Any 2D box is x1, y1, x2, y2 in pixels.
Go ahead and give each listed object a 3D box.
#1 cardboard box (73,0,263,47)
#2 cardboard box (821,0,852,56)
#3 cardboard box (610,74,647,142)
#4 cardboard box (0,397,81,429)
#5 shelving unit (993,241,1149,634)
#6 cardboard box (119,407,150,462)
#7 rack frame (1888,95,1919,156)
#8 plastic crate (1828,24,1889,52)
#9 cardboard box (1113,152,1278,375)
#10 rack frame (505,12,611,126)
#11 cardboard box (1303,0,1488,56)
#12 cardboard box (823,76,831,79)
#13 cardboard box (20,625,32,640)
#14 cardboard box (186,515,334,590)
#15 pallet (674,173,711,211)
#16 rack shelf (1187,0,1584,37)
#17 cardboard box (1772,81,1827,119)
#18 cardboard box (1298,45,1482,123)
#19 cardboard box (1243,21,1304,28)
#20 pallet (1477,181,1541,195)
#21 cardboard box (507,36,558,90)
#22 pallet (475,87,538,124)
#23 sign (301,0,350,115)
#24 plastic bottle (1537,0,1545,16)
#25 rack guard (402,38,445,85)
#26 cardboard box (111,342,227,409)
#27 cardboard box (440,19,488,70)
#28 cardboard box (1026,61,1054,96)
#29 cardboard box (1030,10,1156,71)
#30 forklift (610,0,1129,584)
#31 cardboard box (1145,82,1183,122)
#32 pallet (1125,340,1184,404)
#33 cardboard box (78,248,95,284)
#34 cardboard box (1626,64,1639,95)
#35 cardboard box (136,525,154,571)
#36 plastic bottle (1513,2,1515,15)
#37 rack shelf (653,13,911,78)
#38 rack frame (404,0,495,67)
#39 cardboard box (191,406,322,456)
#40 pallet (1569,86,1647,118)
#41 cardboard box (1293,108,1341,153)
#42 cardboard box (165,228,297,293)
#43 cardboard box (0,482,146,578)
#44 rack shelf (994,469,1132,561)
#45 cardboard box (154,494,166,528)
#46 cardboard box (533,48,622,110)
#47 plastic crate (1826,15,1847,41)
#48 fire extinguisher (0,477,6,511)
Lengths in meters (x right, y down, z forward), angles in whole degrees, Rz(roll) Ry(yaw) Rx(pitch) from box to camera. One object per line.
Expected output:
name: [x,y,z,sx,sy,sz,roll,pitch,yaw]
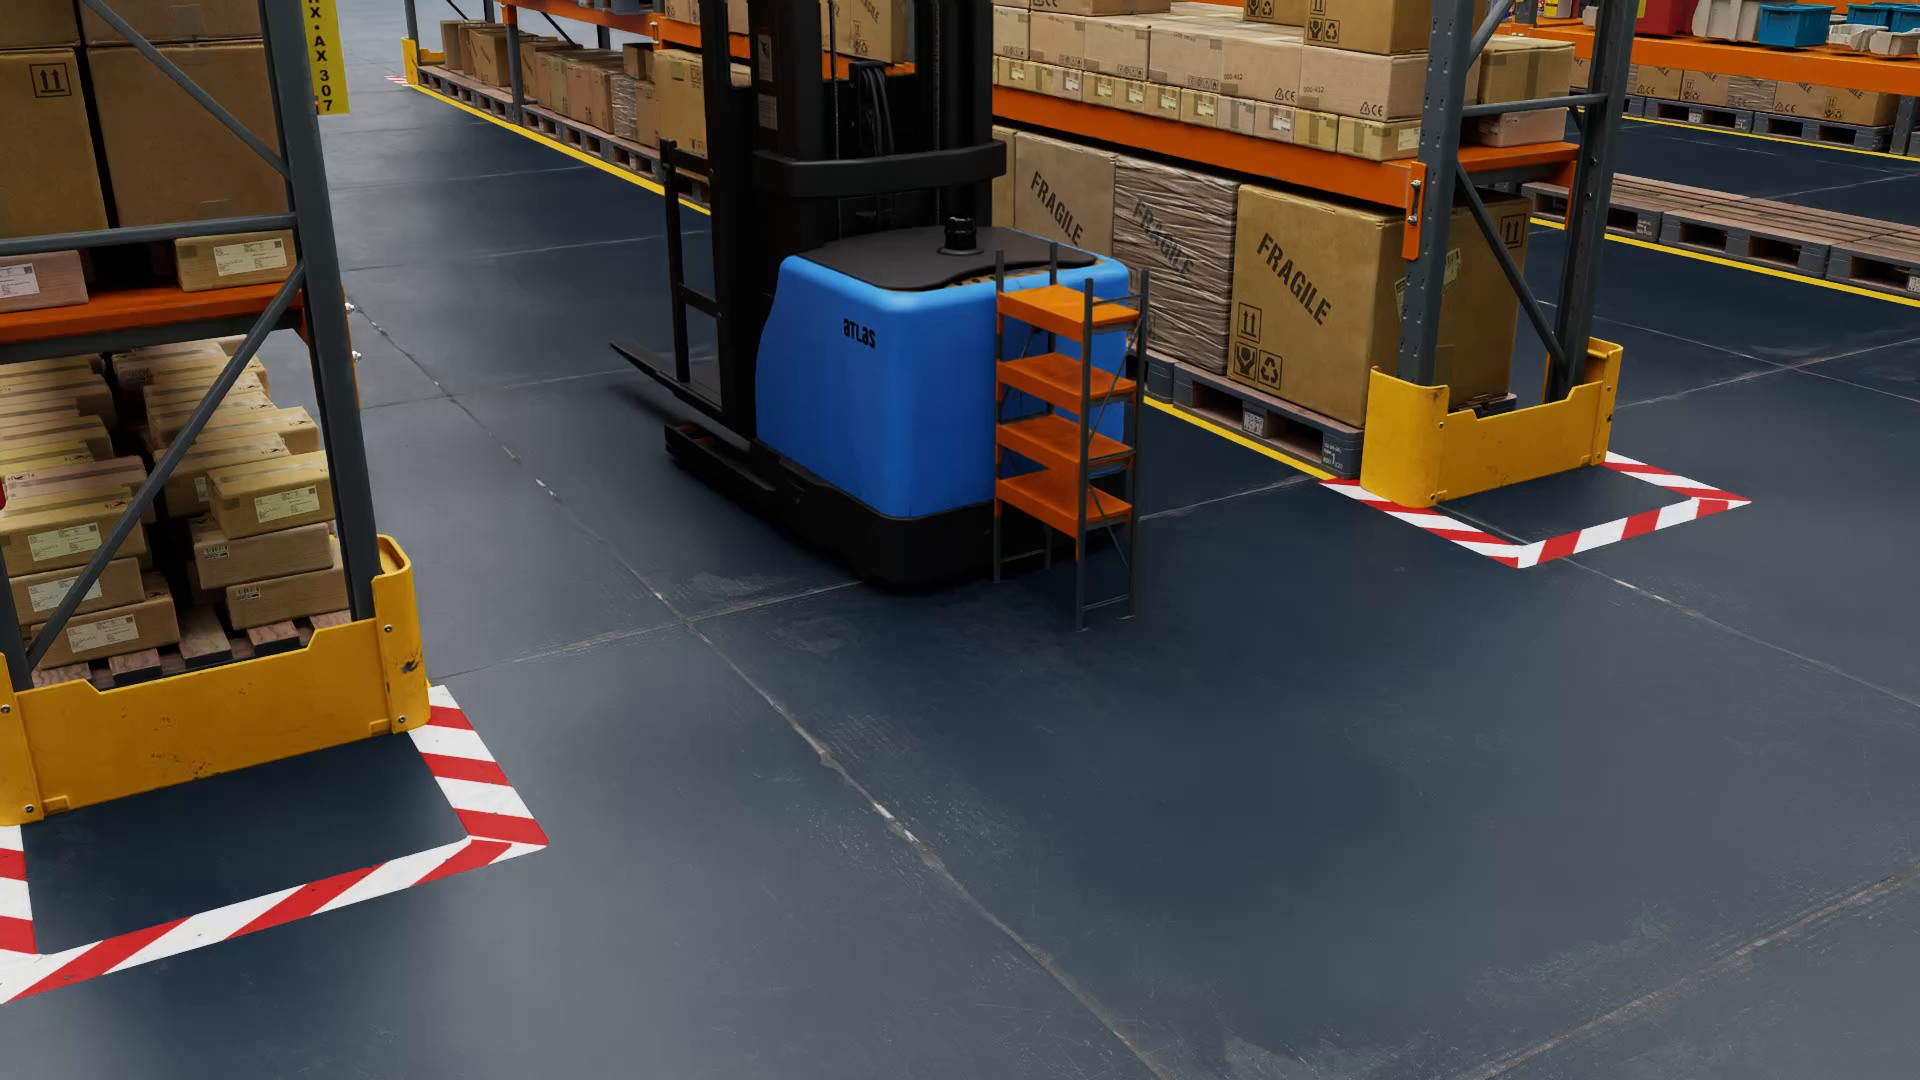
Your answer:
cardboard box: [-2.116,-1.603,4.417,0.500,0.500,0.500,-13,25,-29]
cardboard box: [-0.563,-3.282,10.271,0.500,0.500,0.500,-12,25,-27]
cardboard box: [-2.539,-3.706,14.182,0.700,0.500,0.500,-15,27,-33]
cardboard box: [-3.186,-0.356,5.641,0.380,0.149,0.250,-12,25,-26]
shelving unit: [0.356,-0.346,5.569,0.258,1.200,0.503,-14,26,-30]
cardboard box: [-2.883,-0.403,6.153,0.380,0.149,0.250,-11,25,-26]
rack frame: [8.676,-4.880,14.334,1.000,3.000,0.127,-13,25,-28]
plastic crate: [5.421,-3.043,10.084,0.298,0.136,0.250,-13,25,-28]
cardboard box: [1.341,-1.377,7.981,0.875,0.875,0.875,-13,25,-28]
rack frame: [-3.929,-5.565,16.020,1.000,3.000,0.127,-13,25,-28]
cardboard box: [1.726,-2.204,6.558,0.500,0.500,0.500,-12,25,-28]
cardboard box: [-0.643,-2.678,11.181,1.225,0.875,0.875,-14,26,-30]
cardboard box: [-2.781,0.173,5.132,0.380,0.149,0.250,-12,25,-27]
cardboard box: [-2.161,0.010,5.137,0.380,0.149,0.250,-11,25,-26]
pallet: [-1.547,-2.709,12.696,1.003,0.211,1.213,-13,25,-28]
rack shelf: [3.394,-4.242,13.721,1.077,0.370,4.000,-13,25,-28]
cardboard box: [7.932,-4.192,15.377,0.500,0.500,0.500,-13,25,-28]
cardboard box: [1.725,-1.855,6.696,0.500,0.250,0.500,-13,26,-29]
cardboard box: [1.663,-2.287,7.758,0.500,0.250,0.500,-14,26,-30]
pallet: [4.058,-2.894,13.152,1.003,0.211,1.213,-13,25,-28]
cardboard box: [-4.398,-4.923,17.202,0.500,0.500,0.500,-5,23,-11]
pallet: [-4.302,-4.484,17.063,1.003,0.211,1.213,-13,25,-28]
sign: [-1.648,-1.265,4.290,0.100,0.325,0.005,-13,25,-28]
plastic bottle: [4.453,-4.114,12.713,0.097,0.201,0.097,0,22,0]
rack guard: [-5.933,-5.678,19.616,1.175,0.500,0.348,-13,25,-28]
cardboard box: [-2.990,-0.629,6.314,0.380,0.149,0.250,-13,25,-28]
cardboard box: [-5.667,-5.691,19.092,0.500,0.500,0.500,-8,23,-18]
cardboard box: [0.559,-2.362,8.472,0.380,0.149,0.250,-13,25,-29]
cardboard box: [0.692,-2.513,8.315,0.500,0.250,0.500,-12,25,-27]
forklift: [-0.604,-1.710,6.625,1.130,2.935,3.031,-14,26,-30]
cardboard box: [1.080,-2.031,7.657,0.380,0.149,0.250,-13,25,-28]
pallet: [1.106,-1.027,8.559,1.003,0.211,1.213,-13,25,-28]
cardboard box: [-2.619,-0.782,4.586,0.380,0.149,0.250,-13,25,-28]
cardboard box: [6.892,-4.850,16.995,0.500,0.500,0.500,-14,26,-30]
cardboard box: [-2.717,0.018,5.117,0.380,0.149,0.250,-13,26,-29]
plastic bottle: [4.222,-4.148,12.797,0.097,0.201,0.097,0,22,0]
rack shelf: [-0.864,-3.290,11.377,1.077,0.370,4.000,-13,25,-28]
rack frame: [-5.972,-6.860,19.206,1.000,3.000,0.127,-13,25,-28]
cardboard box: [-2.353,-0.316,5.544,0.380,0.149,0.250,-13,25,-28]
pallet: [6.982,-4.634,17.432,1.003,0.211,1.213,-13,25,-28]
cardboard box: [1.602,-1.700,6.844,0.380,0.149,0.250,-12,25,-28]
cardboard box: [-1.998,-0.811,4.657,0.380,0.149,0.250,-13,25,-29]
cardboard box: [-2.603,-0.032,4.844,0.380,0.149,0.250,-12,25,-28]
rack shelf: [0.356,-0.100,5.670,0.258,0.148,0.480,-14,26,-30]
cardboard box: [-2.692,-0.181,6.001,0.380,0.149,0.250,-13,25,-28]
cardboard box: [-3.634,-4.408,15.909,0.700,0.500,0.500,-15,26,-32]
plastic crate: [5.564,-3.328,10.786,0.293,0.136,0.466,-13,25,-28]
fire extinguisher: [-2.383,-0.381,3.862,0.296,0.674,0.183,-13,25,-28]
